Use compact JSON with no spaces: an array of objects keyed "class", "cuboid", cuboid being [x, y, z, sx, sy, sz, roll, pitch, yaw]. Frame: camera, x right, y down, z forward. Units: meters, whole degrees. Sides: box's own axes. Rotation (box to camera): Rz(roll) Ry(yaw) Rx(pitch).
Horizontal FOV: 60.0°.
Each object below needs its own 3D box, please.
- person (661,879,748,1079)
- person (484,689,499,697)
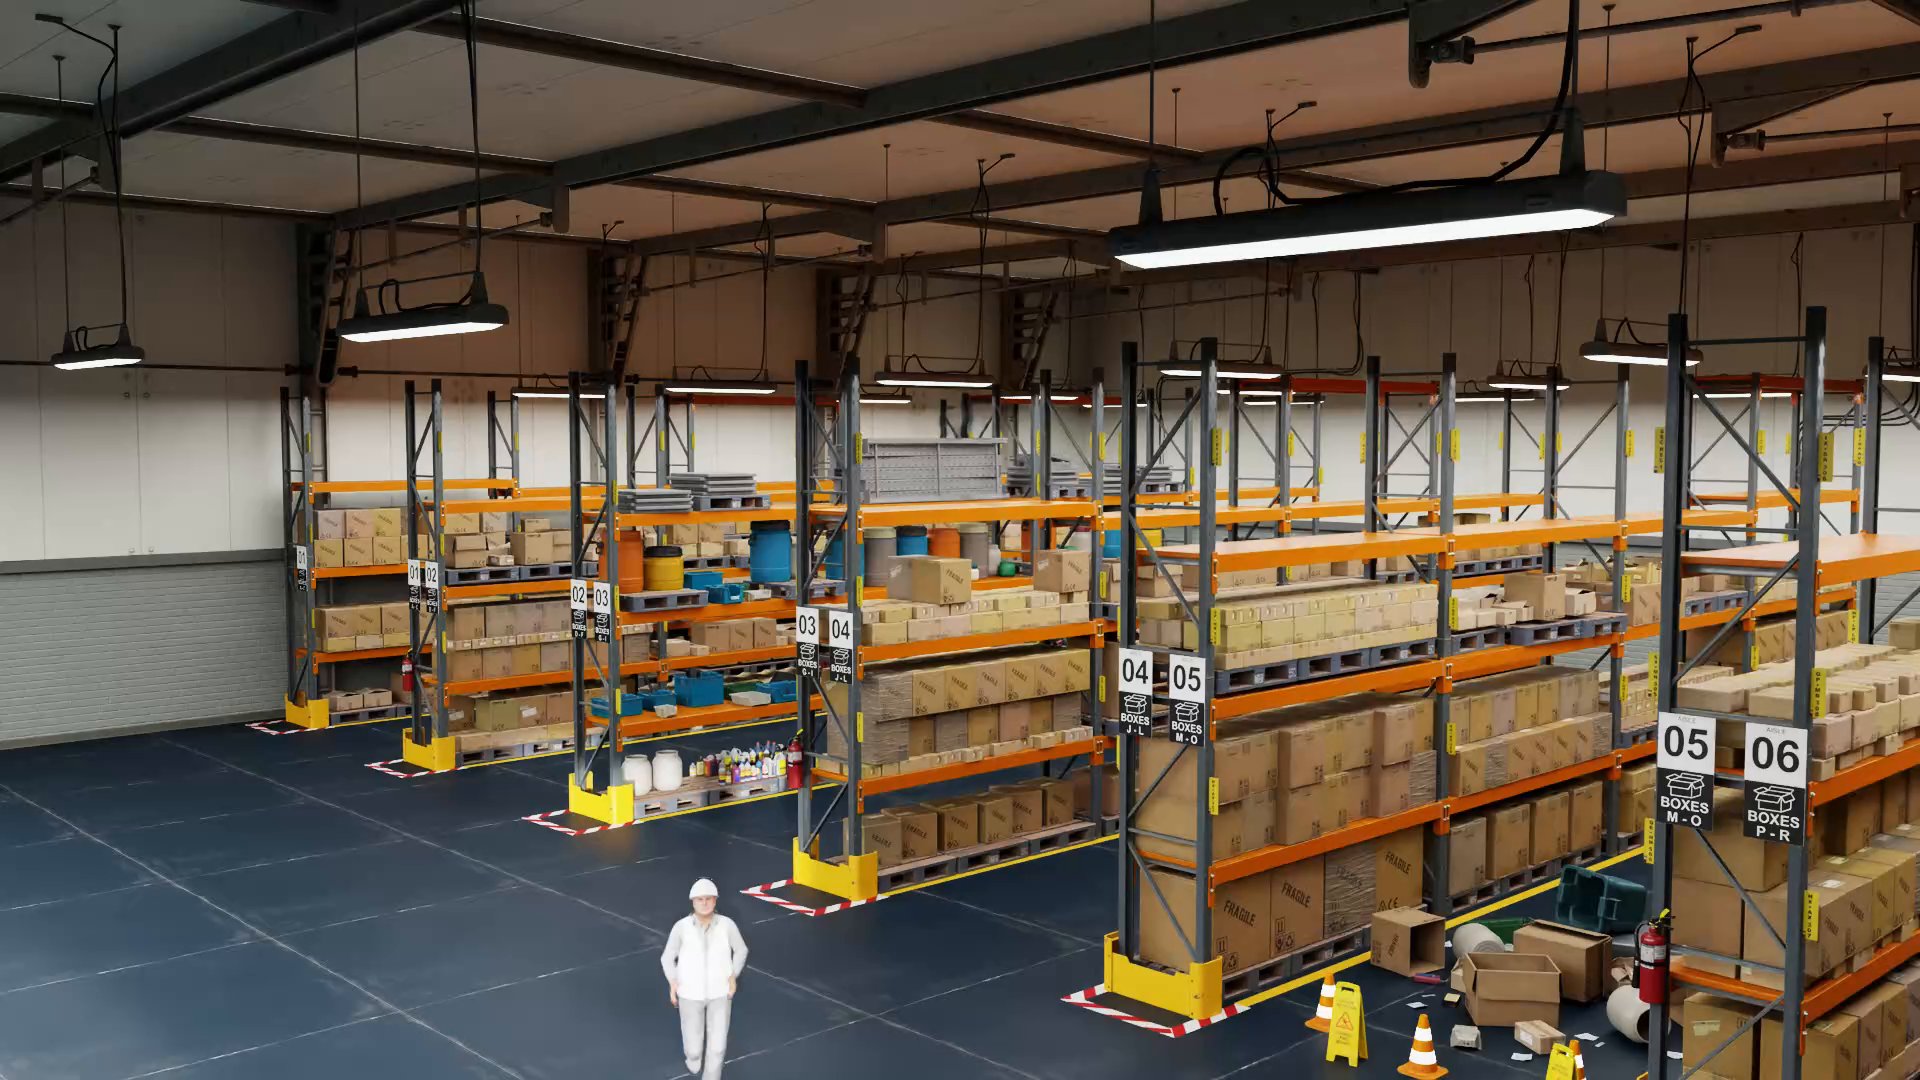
[{"class":"person","cuboid":[-1.970,3.482,12.876,0.670,1.735,0.660,-1,4,-12]},{"class":"person","cuboid":[-8.043,2.467,28.779,0.664,1.751,0.954,3,5,40]}]
